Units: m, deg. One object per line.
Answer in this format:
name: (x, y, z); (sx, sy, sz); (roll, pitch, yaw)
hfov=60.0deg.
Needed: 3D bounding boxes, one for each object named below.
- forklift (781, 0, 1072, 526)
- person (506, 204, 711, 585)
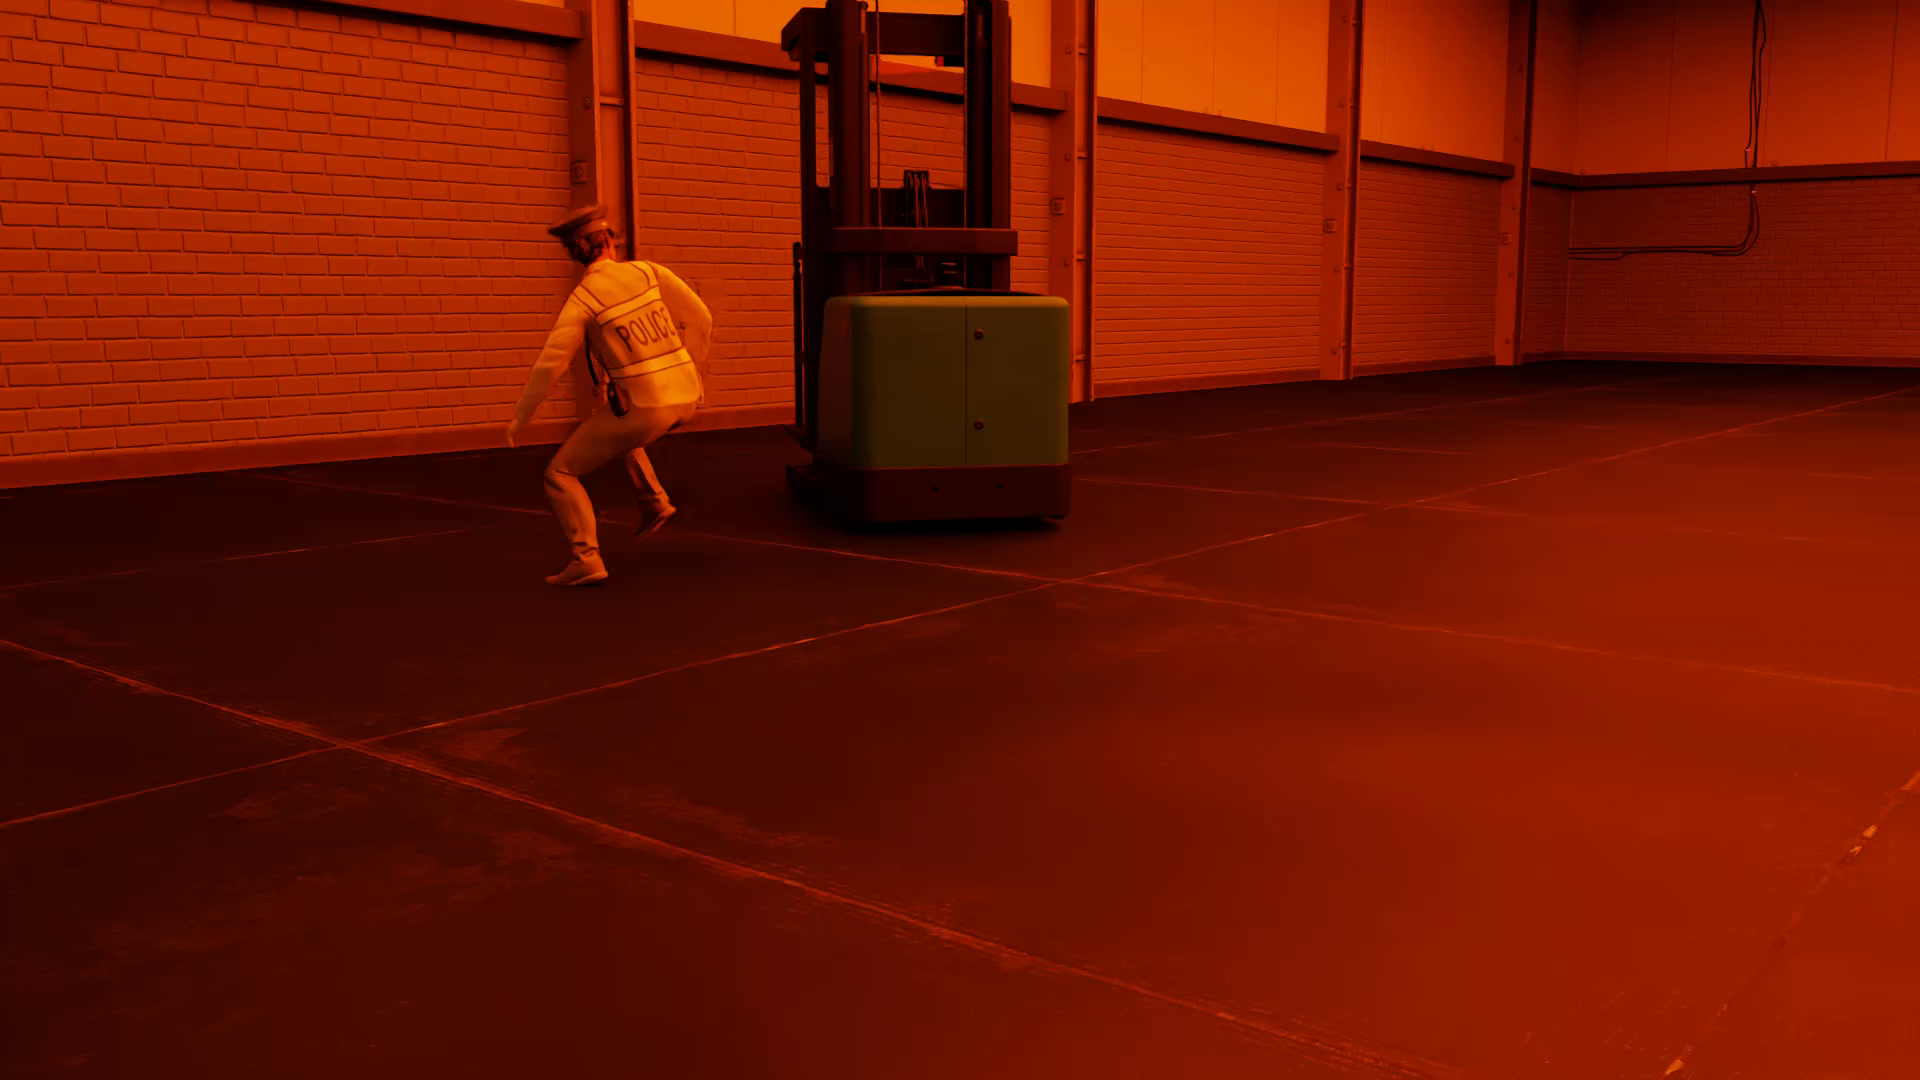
forklift: (-0.336, -1.688, 8.816); (1.130, 2.935, 3.031); (-2, 9, -14)
person: (-1.343, -0.566, 6.480); (0.624, 1.456, 0.744); (6, 10, 34)
